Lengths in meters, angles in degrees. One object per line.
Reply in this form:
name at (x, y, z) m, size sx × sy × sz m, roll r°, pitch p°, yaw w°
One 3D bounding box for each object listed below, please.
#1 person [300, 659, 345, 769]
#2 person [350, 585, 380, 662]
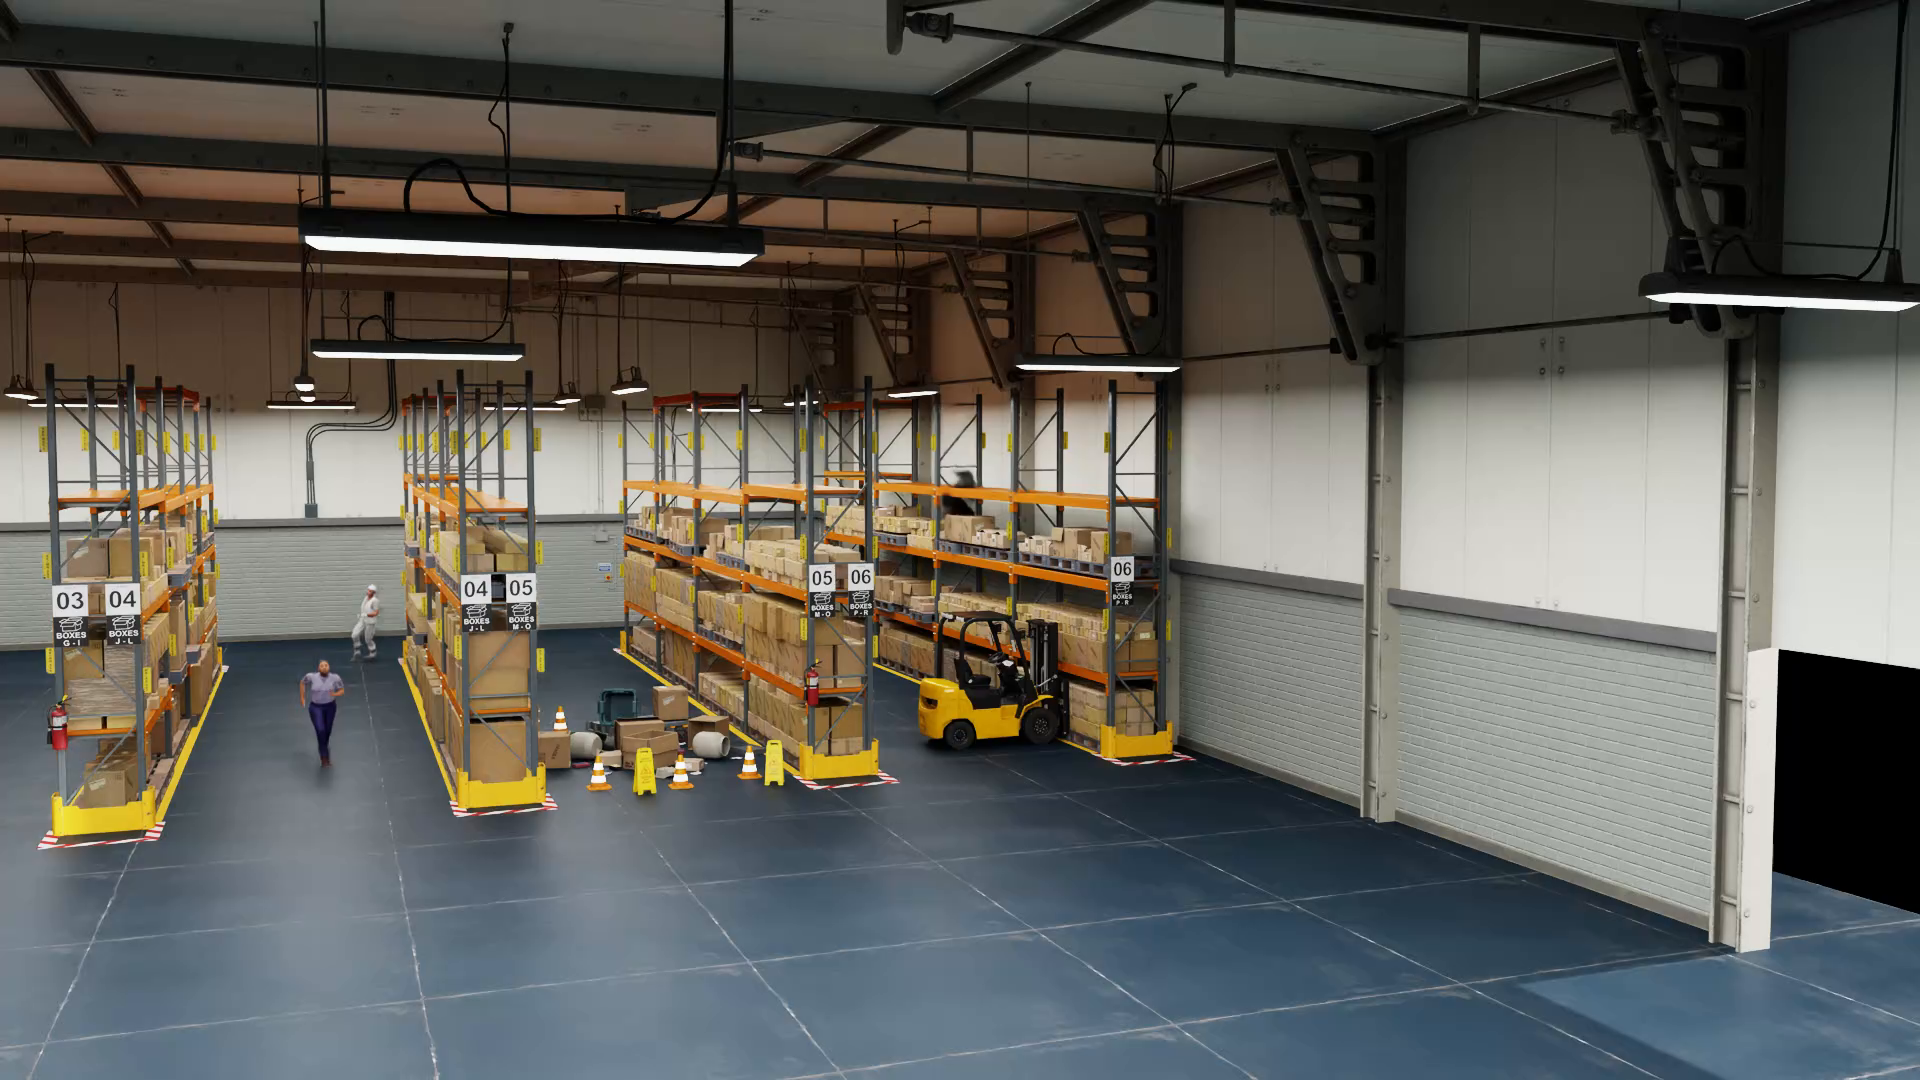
person at (-9.927, 2.681, 25.918) m, size 0.627 × 1.695 × 0.874 m, roll -2°, pitch 4°, yaw -29°
person at (-13.488, 1.895, 37.893) m, size 0.687 × 1.750 × 0.696 m, roll 2°, pitch 4°, yaw 27°
